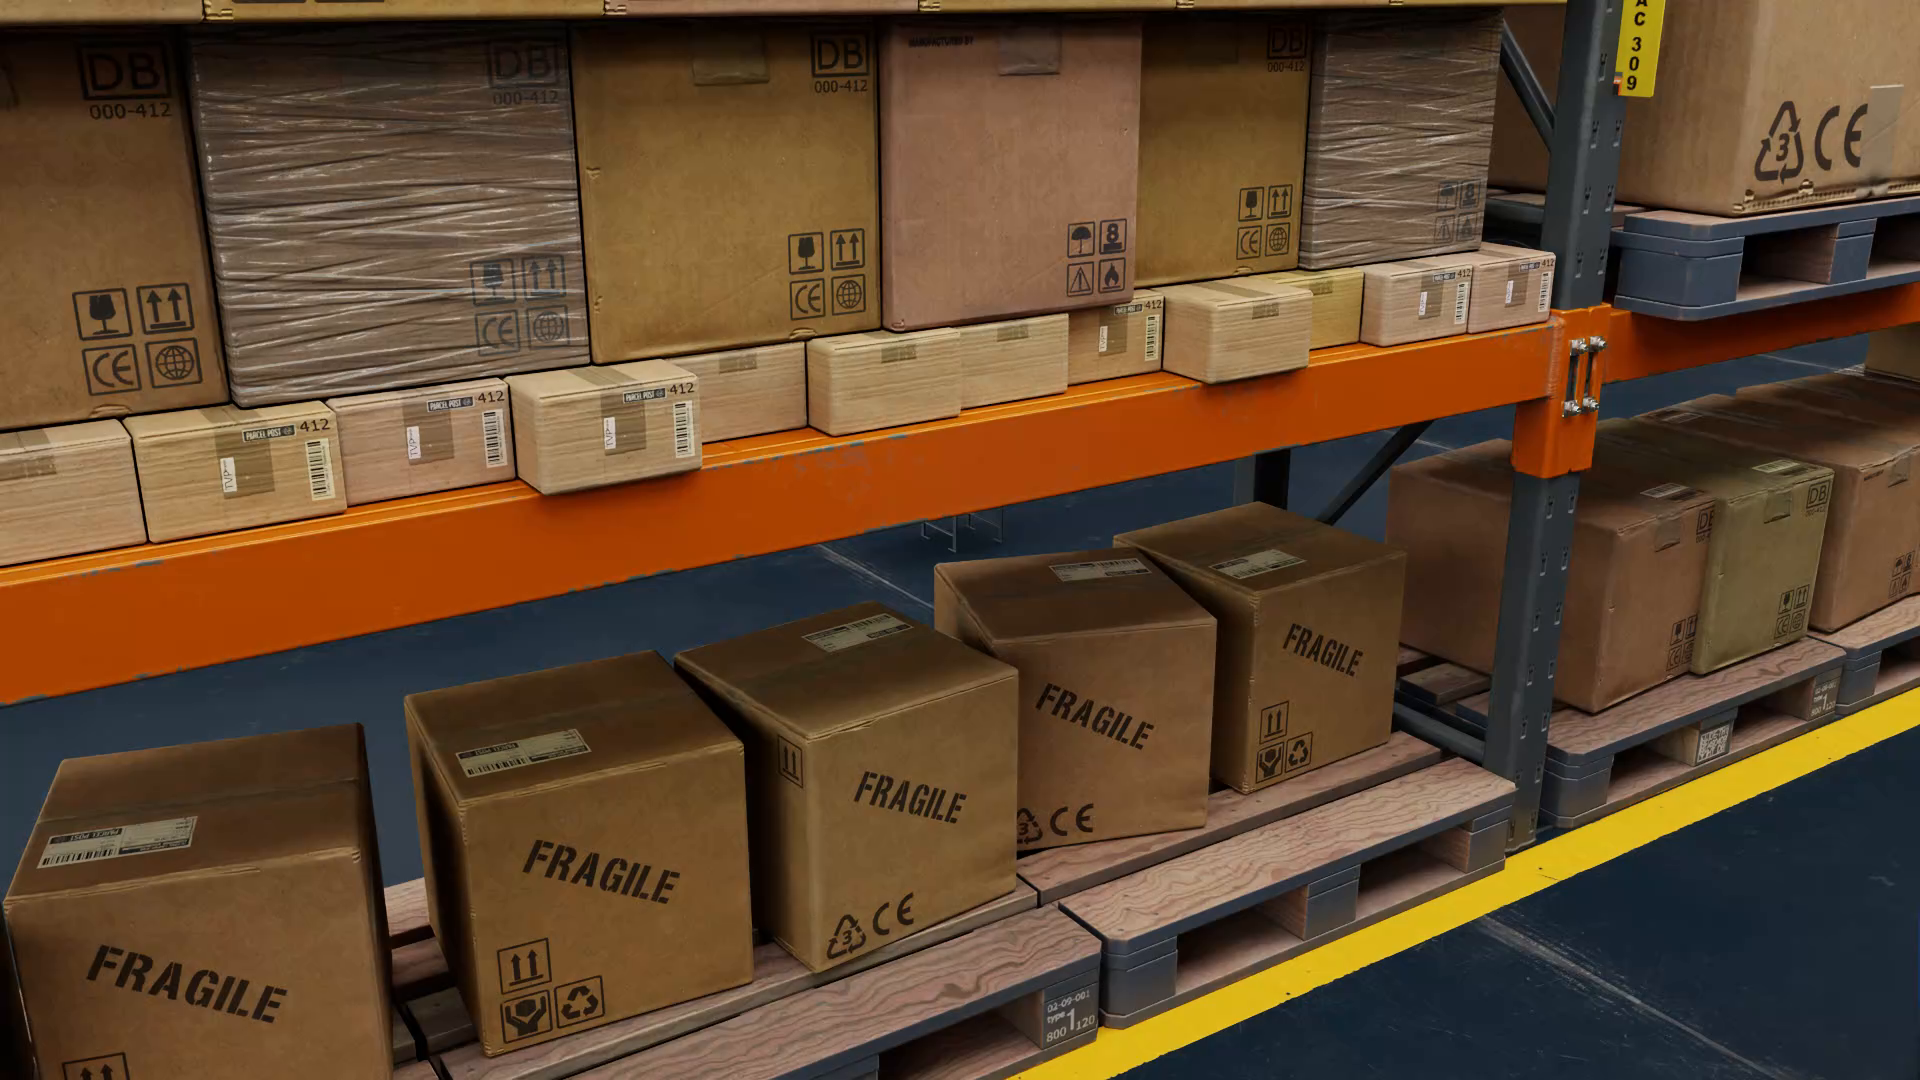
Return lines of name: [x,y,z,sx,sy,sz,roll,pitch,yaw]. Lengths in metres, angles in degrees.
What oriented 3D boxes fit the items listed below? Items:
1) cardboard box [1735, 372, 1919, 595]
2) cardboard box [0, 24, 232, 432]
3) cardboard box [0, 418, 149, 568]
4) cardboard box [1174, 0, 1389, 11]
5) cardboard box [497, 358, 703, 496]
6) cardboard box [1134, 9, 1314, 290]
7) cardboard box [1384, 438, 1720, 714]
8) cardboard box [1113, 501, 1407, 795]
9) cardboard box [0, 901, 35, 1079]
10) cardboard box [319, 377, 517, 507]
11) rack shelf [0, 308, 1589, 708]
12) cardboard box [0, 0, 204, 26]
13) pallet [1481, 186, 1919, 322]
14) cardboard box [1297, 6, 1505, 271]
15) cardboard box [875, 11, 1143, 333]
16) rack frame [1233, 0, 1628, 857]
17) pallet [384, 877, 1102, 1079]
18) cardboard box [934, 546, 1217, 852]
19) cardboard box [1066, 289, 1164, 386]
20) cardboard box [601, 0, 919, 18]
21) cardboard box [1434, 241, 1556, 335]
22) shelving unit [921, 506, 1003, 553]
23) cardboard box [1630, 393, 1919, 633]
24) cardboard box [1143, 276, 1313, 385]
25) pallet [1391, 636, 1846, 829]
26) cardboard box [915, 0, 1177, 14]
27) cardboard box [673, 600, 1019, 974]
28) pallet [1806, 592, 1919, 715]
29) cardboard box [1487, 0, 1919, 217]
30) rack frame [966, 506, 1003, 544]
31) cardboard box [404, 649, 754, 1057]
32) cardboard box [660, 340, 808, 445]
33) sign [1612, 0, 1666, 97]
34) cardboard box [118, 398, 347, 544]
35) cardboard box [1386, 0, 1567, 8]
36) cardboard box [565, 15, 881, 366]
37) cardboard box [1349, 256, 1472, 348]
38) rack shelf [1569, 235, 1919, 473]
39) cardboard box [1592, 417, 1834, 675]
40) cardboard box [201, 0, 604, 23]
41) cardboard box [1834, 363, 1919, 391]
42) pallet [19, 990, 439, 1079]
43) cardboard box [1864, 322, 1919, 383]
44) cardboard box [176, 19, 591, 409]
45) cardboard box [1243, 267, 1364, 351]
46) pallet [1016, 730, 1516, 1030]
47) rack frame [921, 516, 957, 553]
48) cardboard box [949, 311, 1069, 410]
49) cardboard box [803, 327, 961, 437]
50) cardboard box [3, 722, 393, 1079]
cardboard box: [2.941,-0.204,5.380,0.500,0.500,0.700,-10,21,-27]
cardboard box: [-1.440,-0.495,2.404,0.500,0.500,0.875,-12,22,-31]
cardboard box: [-1.263,-0.093,2.227,0.250,0.149,0.380,-12,22,-31]
cardboard box: [0.433,-1.222,2.993,0.500,0.500,0.500,-12,22,-31]
cardboard box: [-0.591,-0.202,2.552,0.250,0.149,0.380,-12,22,-31]
cardboard box: [0.228,-0.848,3.449,0.500,0.500,0.875,-12,22,-31]
cardboard box: [1.599,0.072,4.564,0.500,0.500,0.700,-14,23,-36]
cardboard box: [0.719,0.244,4.087,0.500,0.500,0.500,-13,22,-33]
cardboard box: [-1.735,0.783,2.492,0.500,0.500,0.500,-8,20,-21]
cardboard box: [-0.857,-0.186,2.504,0.250,0.149,0.380,-12,22,-31]
rack shelf: [-0.596,-0.108,3.004,4.000,0.370,1.077,-12,22,-31]
cardboard box: [-1.235,-0.869,1.949,0.500,0.500,0.500,-12,22,-31]
pallet: [1.793,-0.806,4.245,1.213,0.211,1.003,-12,22,-31]
cardboard box: [0.665,-0.927,3.682,0.500,0.500,0.875,-12,22,-31]
cardboard box: [-0.134,-0.733,3.109,0.500,0.500,0.875,-12,22,-31]
rack frame: [1.075,-0.801,3.931,0.127,3.000,1.000,-12,22,-31]
pallet: [-0.487,0.864,3.360,1.213,0.211,1.003,-12,22,-31]
cardboard box: [0.244,0.347,3.783,0.500,0.500,0.500,-5,19,-14]
cardboard box: [0.172,-0.414,3.177,0.250,0.149,0.380,-12,22,-31]
cardboard box: [-0.404,-1.047,2.476,0.500,0.500,0.500,-12,22,-31]
cardboard box: [1.057,-0.566,3.627,0.250,0.149,0.380,-12,22,-31]
shelving unit: [0.007,-0.428,6.105,0.210,0.900,0.258,-12,22,-31]
cardboard box: [2.475,-0.105,5.089,0.500,0.500,0.700,-14,23,-36]
cardboard box: [0.454,-0.422,3.203,0.250,0.149,0.380,-12,22,-31]
pallet: [1.724,0.382,4.784,1.213,0.211,1.003,-12,22,-31]
cardboard box: [0.015,-1.134,2.734,0.500,0.500,0.500,-12,22,-31]
cardboard box: [-0.231,0.477,3.397,0.500,0.500,0.500,-14,23,-36]
pallet: [2.744,0.166,5.424,1.213,0.211,1.003,-12,22,-31]
cardboard box: [1.815,-1.387,4.071,1.000,1.000,1.000,-12,22,-31]
rack frame: [0.092,-0.446,6.158,0.006,0.900,0.240,-12,22,-31]
cardboard box: [-0.722,0.563,3.142,0.500,0.500,0.500,-10,21,-26]
cardboard box: [-0.455,-0.282,2.787,0.250,0.149,0.380,-12,22,-31]
sign: [1.380,-1.067,3.367,0.005,0.325,0.100,-12,22,-31]
cardboard box: [-1.050,-0.135,2.352,0.250,0.149,0.380,-12,22,-31]
cardboard box: [0.850,-1.310,3.255,0.500,0.500,0.500,-12,22,-31]
cardboard box: [-0.575,-0.656,2.881,0.500,0.500,0.875,-12,22,-31]
cardboard box: [0.843,-0.524,3.504,0.250,0.149,0.380,-12,22,-31]
rack shelf: [2.745,-0.813,5.088,4.000,0.370,1.077,-12,22,-31]
cardboard box: [2.008,-0.007,4.797,0.500,0.500,0.700,-12,22,-32]
cardboard box: [-0.818,-0.957,2.211,0.500,0.500,0.500,-12,22,-31]
cardboard box: [3.411,-0.305,5.681,0.500,0.500,0.700,-14,23,-36]
pallet: [-1.505,1.077,2.728,1.213,0.211,1.003,-12,22,-31]
cardboard box: [3.435,-0.663,5.568,0.500,0.250,0.500,-9,21,-25]
cardboard box: [-0.999,-0.571,2.630,0.500,0.500,0.875,-12,22,-31]
cardboard box: [0.601,-0.496,3.421,0.250,0.149,0.380,-12,22,-31]
pallet: [0.533,0.648,4.000,1.213,0.211,1.003,-12,22,-31]
rack frame: [-0.078,-0.410,6.052,0.006,0.900,0.240,-12,22,-31]
cardboard box: [-0.014,-0.359,3.015,0.250,0.149,0.380,-12,22,-31]
cardboard box: [-0.204,-0.305,2.857,0.250,0.149,0.380,-12,22,-31]
cardboard box: [-1.255,0.669,2.831,0.500,0.500,0.500,-6,20,-17]
